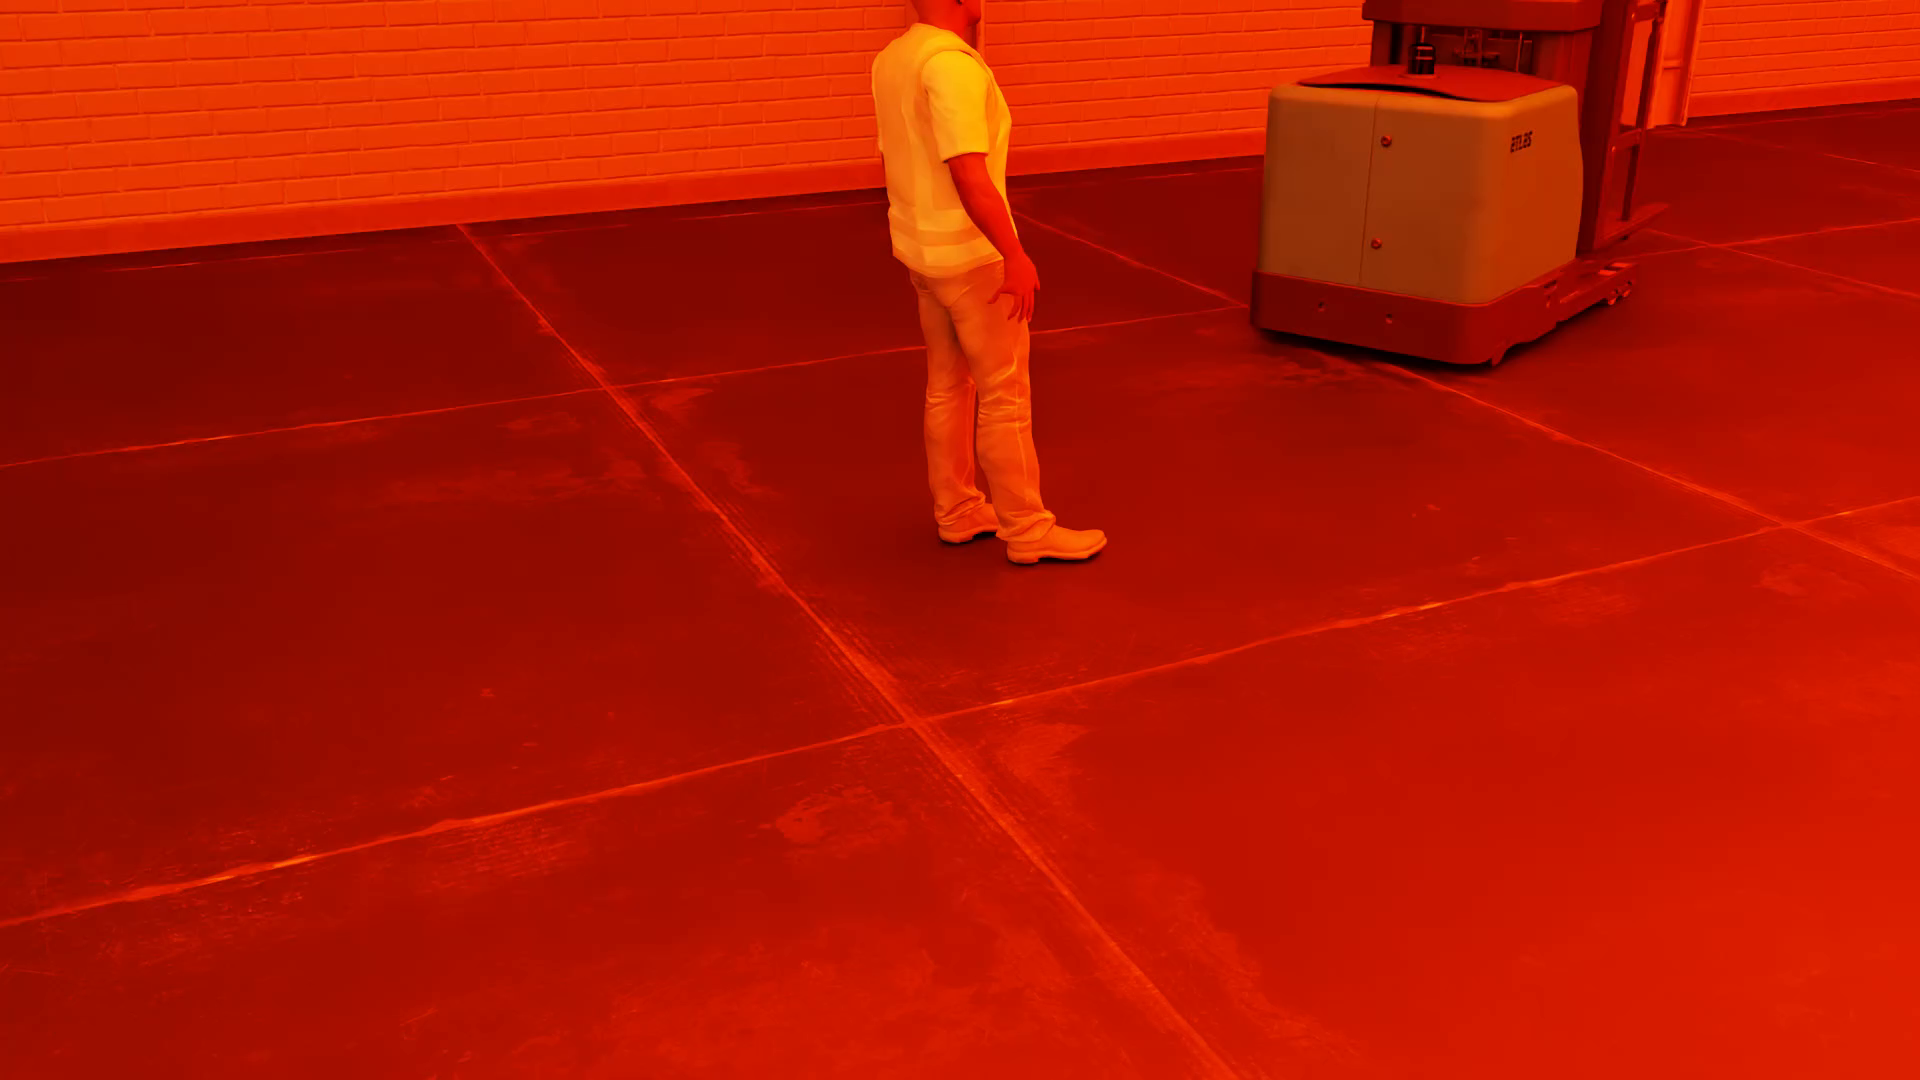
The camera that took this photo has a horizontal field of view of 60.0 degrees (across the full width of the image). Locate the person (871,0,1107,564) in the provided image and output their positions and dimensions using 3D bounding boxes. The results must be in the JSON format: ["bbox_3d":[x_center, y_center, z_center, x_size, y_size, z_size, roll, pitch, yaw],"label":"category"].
[{"bbox_3d":[0.065,-0.831,4.787,0.577,1.765,0.665,-10,25,-23],"label":"person"}]

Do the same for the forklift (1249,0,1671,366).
[{"bbox_3d":[2.556,-2.547,7.417,1.130,2.935,3.031,17,28,35],"label":"forklift"}]
